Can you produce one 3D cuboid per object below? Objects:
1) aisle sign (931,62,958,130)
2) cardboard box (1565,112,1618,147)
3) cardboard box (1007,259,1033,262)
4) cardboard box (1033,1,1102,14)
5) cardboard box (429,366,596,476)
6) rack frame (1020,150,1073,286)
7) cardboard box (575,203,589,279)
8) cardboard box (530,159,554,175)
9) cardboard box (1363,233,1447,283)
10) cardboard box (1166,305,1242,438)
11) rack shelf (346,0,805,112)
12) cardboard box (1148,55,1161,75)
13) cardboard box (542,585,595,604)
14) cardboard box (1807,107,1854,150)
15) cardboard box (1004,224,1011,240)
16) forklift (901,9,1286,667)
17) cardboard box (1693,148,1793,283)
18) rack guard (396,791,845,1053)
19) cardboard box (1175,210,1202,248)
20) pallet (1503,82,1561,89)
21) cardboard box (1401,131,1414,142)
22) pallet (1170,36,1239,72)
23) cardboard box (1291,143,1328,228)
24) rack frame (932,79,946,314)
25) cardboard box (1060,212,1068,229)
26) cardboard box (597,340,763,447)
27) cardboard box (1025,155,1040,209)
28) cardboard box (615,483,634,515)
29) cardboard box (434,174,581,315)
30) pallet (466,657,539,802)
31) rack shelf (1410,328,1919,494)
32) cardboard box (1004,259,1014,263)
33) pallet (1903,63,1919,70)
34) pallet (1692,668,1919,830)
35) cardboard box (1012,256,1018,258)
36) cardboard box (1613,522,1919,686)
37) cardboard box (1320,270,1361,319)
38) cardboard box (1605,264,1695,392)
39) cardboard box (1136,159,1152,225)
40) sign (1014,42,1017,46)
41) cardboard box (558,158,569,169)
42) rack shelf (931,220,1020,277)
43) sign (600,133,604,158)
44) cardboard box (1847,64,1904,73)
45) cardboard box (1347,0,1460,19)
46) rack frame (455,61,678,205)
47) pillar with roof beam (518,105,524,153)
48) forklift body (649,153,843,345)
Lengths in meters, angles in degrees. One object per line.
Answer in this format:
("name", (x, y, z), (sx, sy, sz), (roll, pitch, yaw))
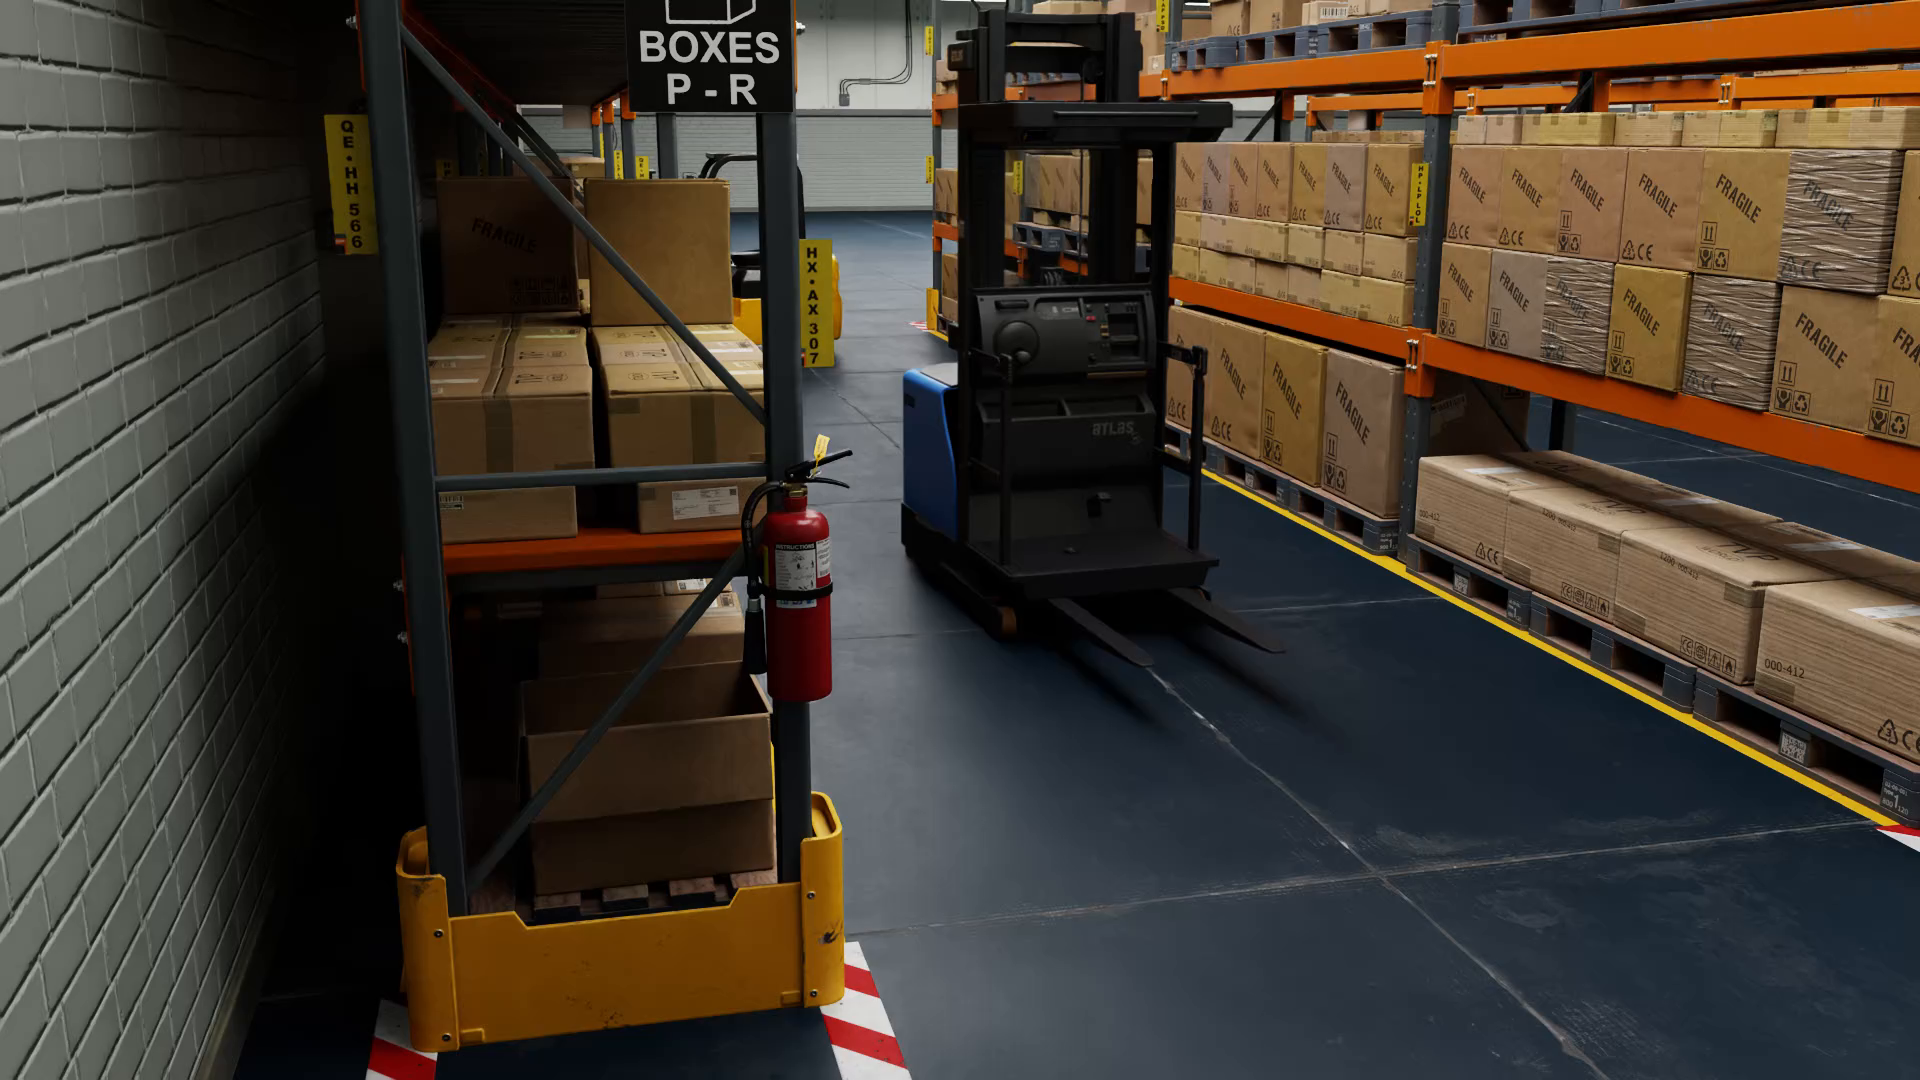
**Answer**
("aisle sign", (-0.152, -5.384, 20.165), (0.394, 0.787, 0.004), (-3, 14, -13))
("cardboard box", (3.014, -1.879, 7.614), (0.380, 0.149, 0.250), (-4, 14, -15))
("cardboard box", (0.843, -2.949, 19.006), (0.500, 0.500, 0.500), (-4, 14, -15))
("cardboard box", (0.978, -4.761, 15.150), (0.500, 0.250, 0.500), (-4, 14, -14))
("cardboard box", (-1.269, -0.318, 4.598), (0.500, 0.250, 0.500), (-3, 14, -12))
("rack frame", (1.103, -3.201, 16.709), (1.000, 3.000, 0.127), (-3, 14, -13))
("cardboard box", (-1.738, -1.455, 8.465), (0.700, 0.500, 0.500), (-3, 14, -12))
("cardboard box", (-4.388, -3.846, 17.144), (0.380, 0.149, 0.250), (-3, 14, -12))
("cardboard box", (2.642, -1.614, 9.474), (0.500, 0.250, 0.500), (-3, 14, -13))
("cardboard box", (2.124, -1.286, 12.463), (0.875, 0.875, 0.875), (-3, 14, -14))
("rack shelf", (-1.372, -1.724, 5.860), (1.077, 0.370, 4.000), (-3, 14, -13))
("cardboard box", (1.698, -3.731, 13.088), (0.380, 0.149, 0.250), (-3, 14, -13))
("cardboard box", (-1.361, 0.270, 6.884), (0.700, 0.500, 0.500), (-4, 14, -15))
("cardboard box", (3.398, -1.526, 6.170), (0.380, 0.149, 0.250), (-3, 14, -12))
("cardboard box", (0.666, -3.193, 17.207), (0.380, 0.149, 0.250), (-3, 14, -12))
("forklift", (0.601, -1.053, 8.062), (1.130, 2.935, 3.031), (-4, 14, -17))
("cardboard box", (3.313, -1.298, 6.603), (0.500, 0.500, 0.500), (-3, 14, -13))
("rack guard", (-0.920, 1.042, 4.610), (1.175, 0.500, 0.348), (-3, 14, -13))
("cardboard box", (1.922, -2.318, 12.356), (0.500, 0.250, 0.500), (-3, 14, -14))
("pallet", (6.154, -4.656, 16.746), (0.805, 0.209, 1.217), (-4, 14, -15))
("cardboard box", (5.602, -4.437, 19.178), (0.875, 0.550, 0.550), (-3, 14, -13))
("pallet", (2.245, -3.498, 12.003), (1.213, 0.211, 1.003), (-3, 14, -11))
("cardboard box", (2.404, -2.216, 10.359), (0.500, 0.500, 0.500), (-3, 14, -11))
("rack frame", (0.164, -4.124, 20.486), (1.000, 3.000, 0.127), (-3, 14, -13))
("cardboard box", (1.137, -2.957, 15.355), (0.380, 0.149, 0.250), (-3, 14, -12))
("cardboard box", (-0.866, -0.463, 5.190), (0.500, 0.250, 0.500), (-3, 14, -13))
("cardboard box", (0.935, -3.474, 16.104), (0.500, 0.500, 0.500), (-3, 14, -12))
("cardboard box", (-0.818, -0.180, 4.874), (0.380, 0.149, 0.250), (-3, 14, -12))
("cardboard box", (-1.751, -1.156, 6.446), (0.500, 0.500, 0.500), (-4, 14, -15))
("pallet", (-1.392, 0.717, 6.547), (1.003, 0.211, 1.213), (-3, 14, -13))
("rack shelf", (3.452, -0.545, 7.352), (1.077, 0.370, 4.000), (-3, 14, -13))
("cardboard box", (0.327, -2.913, 18.858), (0.500, 0.500, 0.500), (-3, 14, -12))
("pallet", (7.482, -3.408, 11.632), (1.213, 0.211, 1.003), (-3, 14, -13))
("pallet", (3.658, 0.742, 6.446), (1.003, 0.211, 1.213), (-3, 14, -13))
("cardboard box", (0.813, -3.362, 19.330), (0.380, 0.149, 0.250), (-3, 14, -12))
("cardboard box", (3.446, 0.251, 7.095), (0.875, 0.438, 0.875), (-3, 14, -12))
("cardboard box", (2.513, -1.490, 10.020), (0.500, 0.250, 0.500), (-3, 14, -14))
("cardboard box", (3.183, -0.931, 7.207), (0.500, 0.500, 0.500), (-3, 14, -12))
("cardboard box", (1.666, -2.765, 13.201), (0.500, 0.500, 0.500), (-4, 14, -15))
("sign", (0.578, -4.877, 16.161), (0.100, 0.325, 0.005), (-3, 14, -13))
("cardboard box", (-4.209, -4.108, 18.217), (0.380, 0.149, 0.250), (-3, 14, -13))
("rack shelf", (0.633, -3.313, 18.683), (1.077, 0.370, 4.000), (-3, 14, -13))
("sign", (-4.130, -4.551, 19.295), (0.100, 0.325, 0.005), (-3, 14, -13))
("cardboard box", (6.953, -3.707, 12.248), (0.500, 0.500, 0.500), (-3, 14, -13))
("cardboard box", (2.571, -3.165, 9.544), (0.500, 0.311, 0.500), (-3, 14, -13))
("rack frame", (-1.842, -1.078, 8.019), (1.000, 3.000, 0.127), (-3, 14, -13))
("pillar with roof beam", (-8.234, -13.710, 47.085), (9.100, 9.000, 0.548), (-3, 14, -13))
("forklift body", (-2.442, -3.098, 18.077), (2.313, 2.155, 1.214), (-3, 14, -13))
